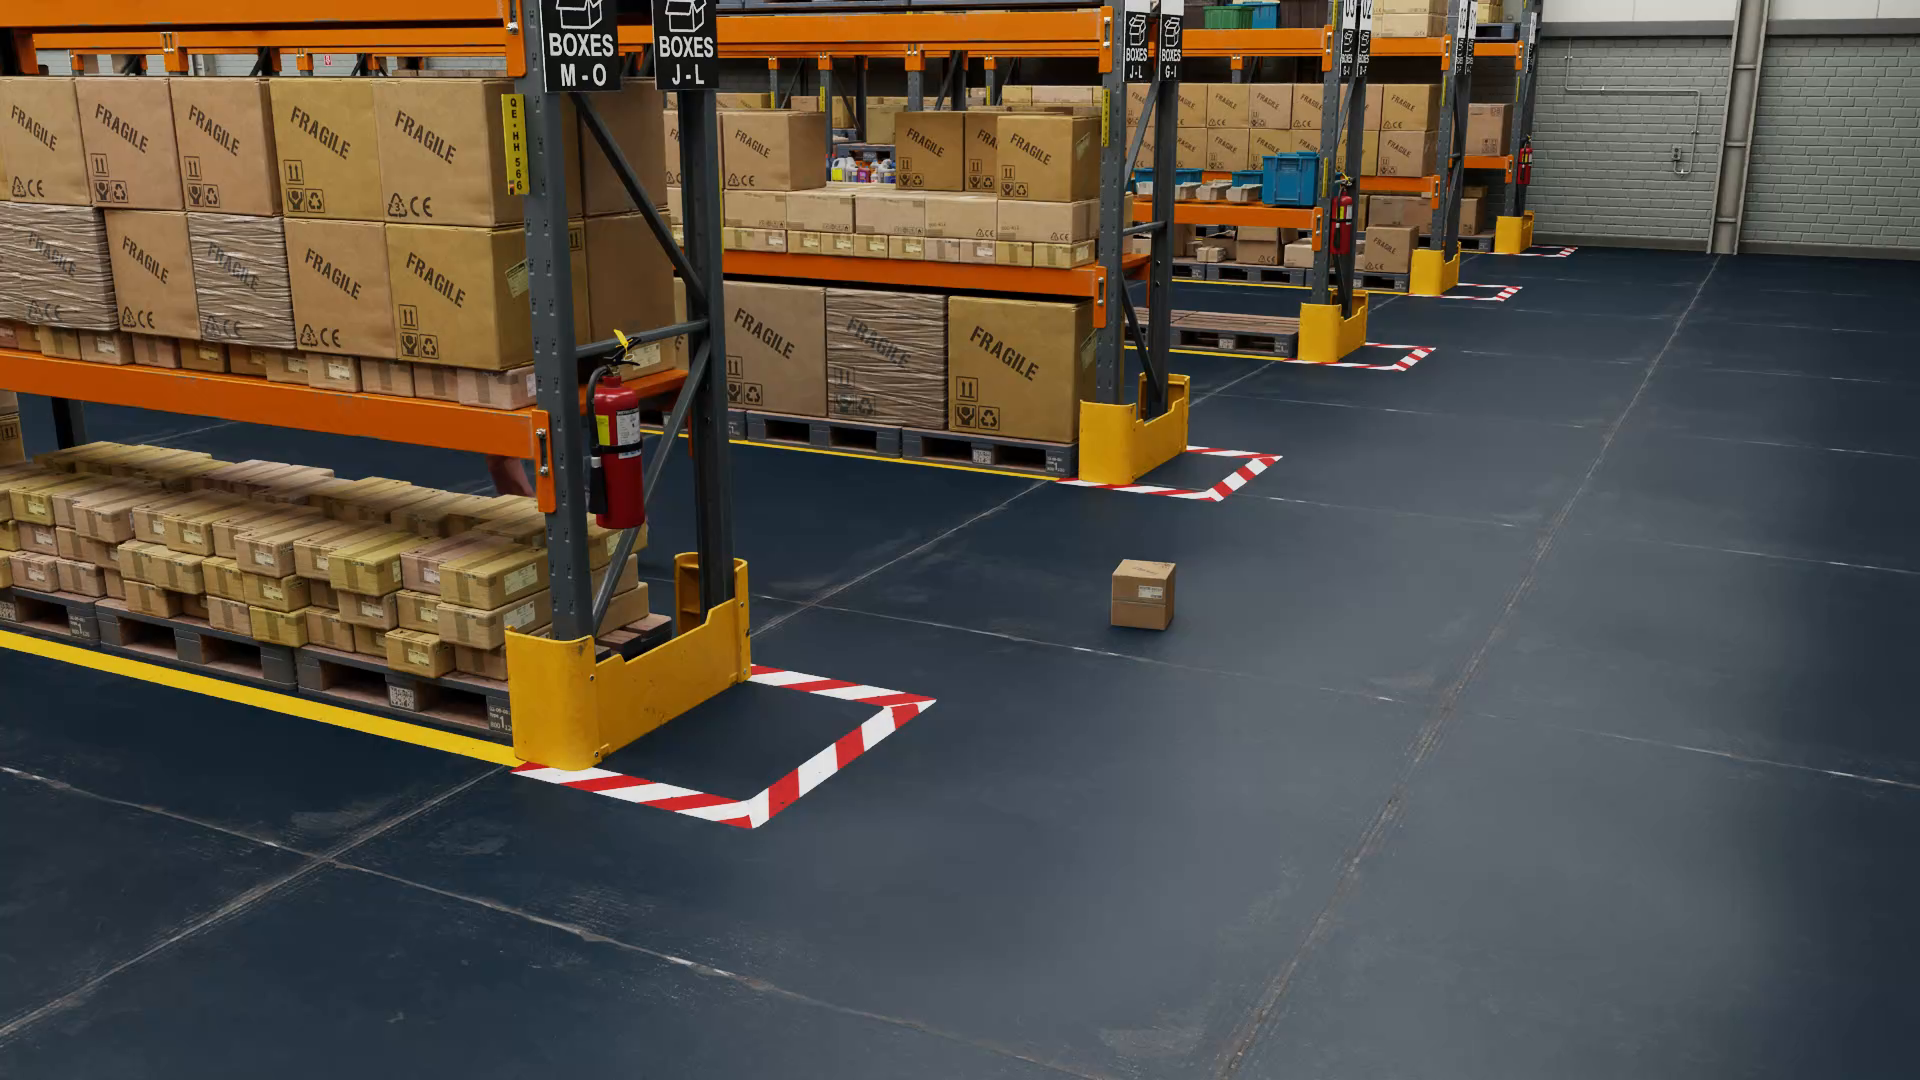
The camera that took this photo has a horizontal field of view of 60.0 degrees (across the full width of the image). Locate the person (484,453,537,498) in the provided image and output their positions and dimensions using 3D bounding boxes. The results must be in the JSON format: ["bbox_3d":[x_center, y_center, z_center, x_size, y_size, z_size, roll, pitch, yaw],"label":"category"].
[{"bbox_3d":[-2.416,-0.764,8.665,0.470,1.686,0.454,8,18,26],"label":"person"}]
